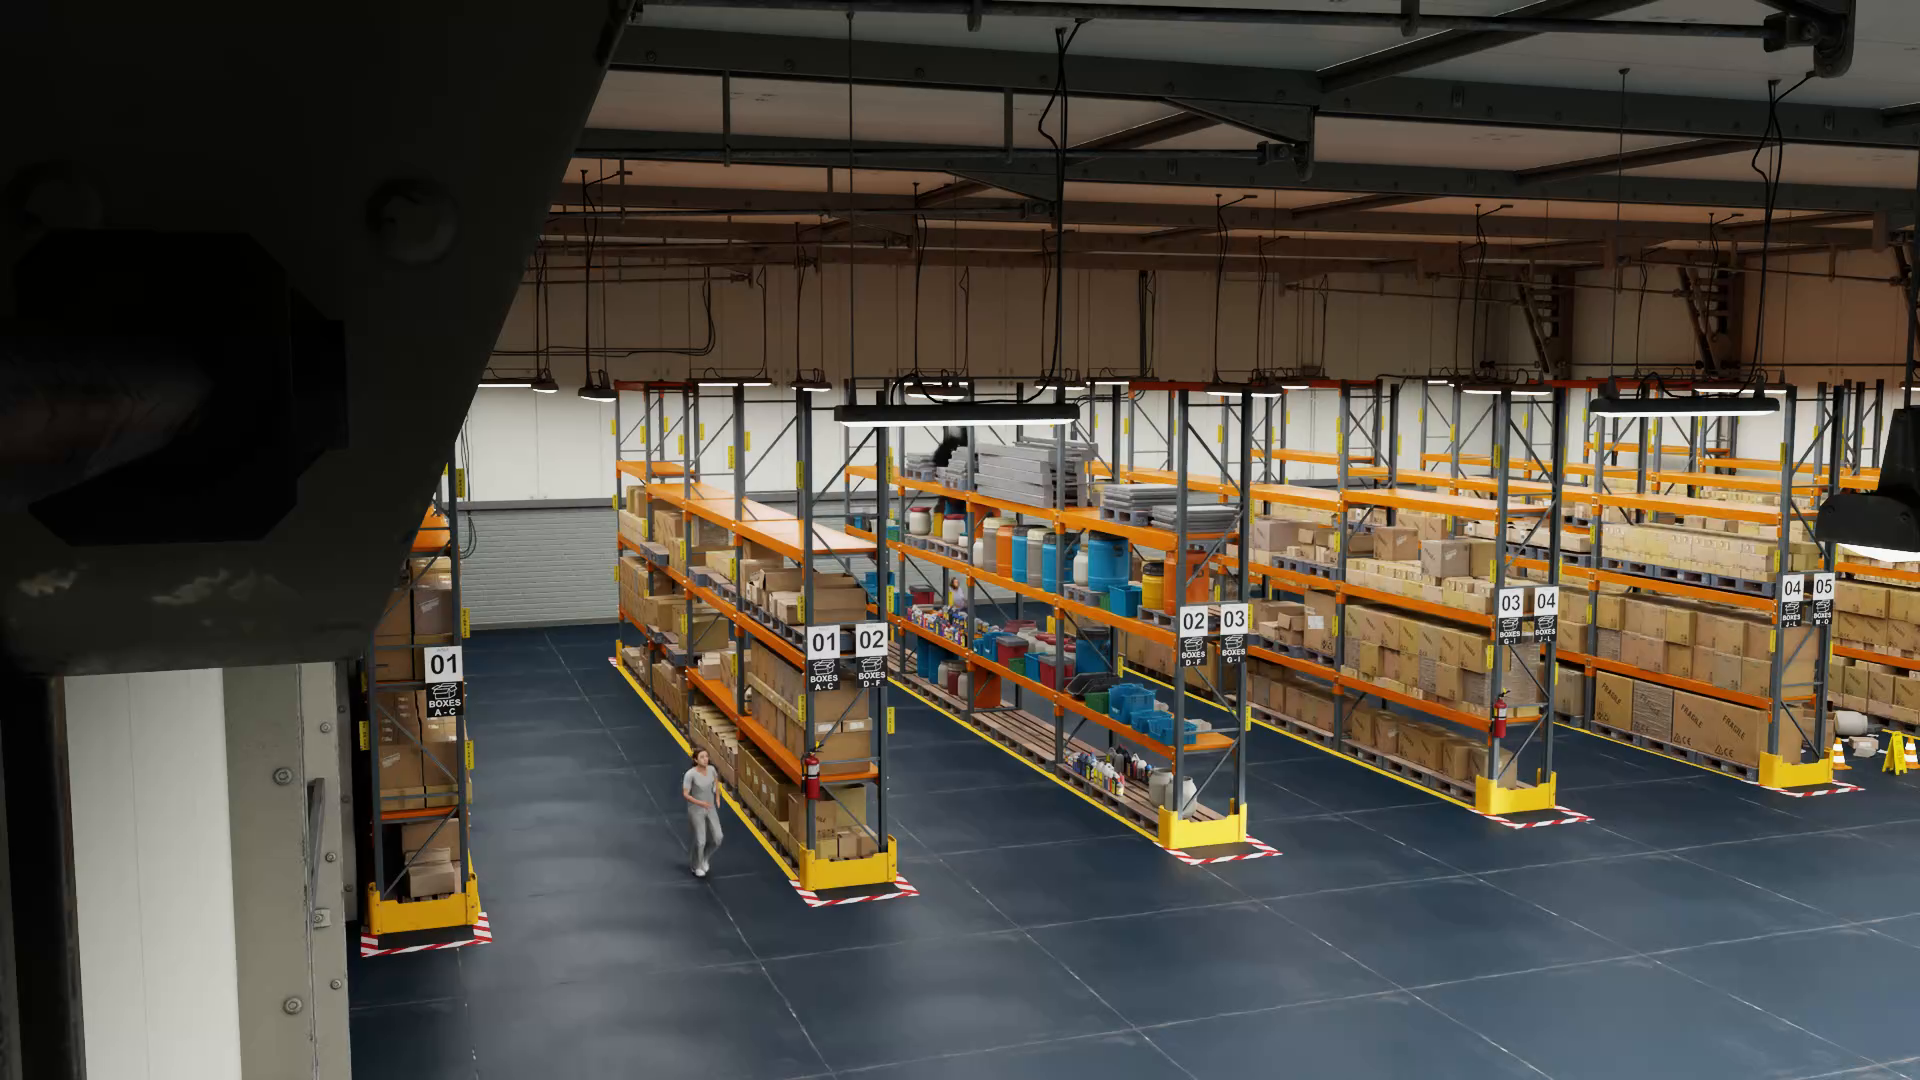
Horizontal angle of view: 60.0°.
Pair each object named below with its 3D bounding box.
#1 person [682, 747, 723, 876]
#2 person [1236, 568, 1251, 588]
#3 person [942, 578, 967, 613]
[{"bbox_3d":[-3.139,3.349,20.487,0.584,1.630,0.579,-5,8,-39],"label":"person"},{"bbox_3d":[7.158,1.035,41.927,0.622,1.746,0.667,-5,8,-41],"label":"person"},{"bbox_3d":[-0.128,1.675,36.503,0.636,1.721,0.719,-4,7,-32],"label":"person"}]
